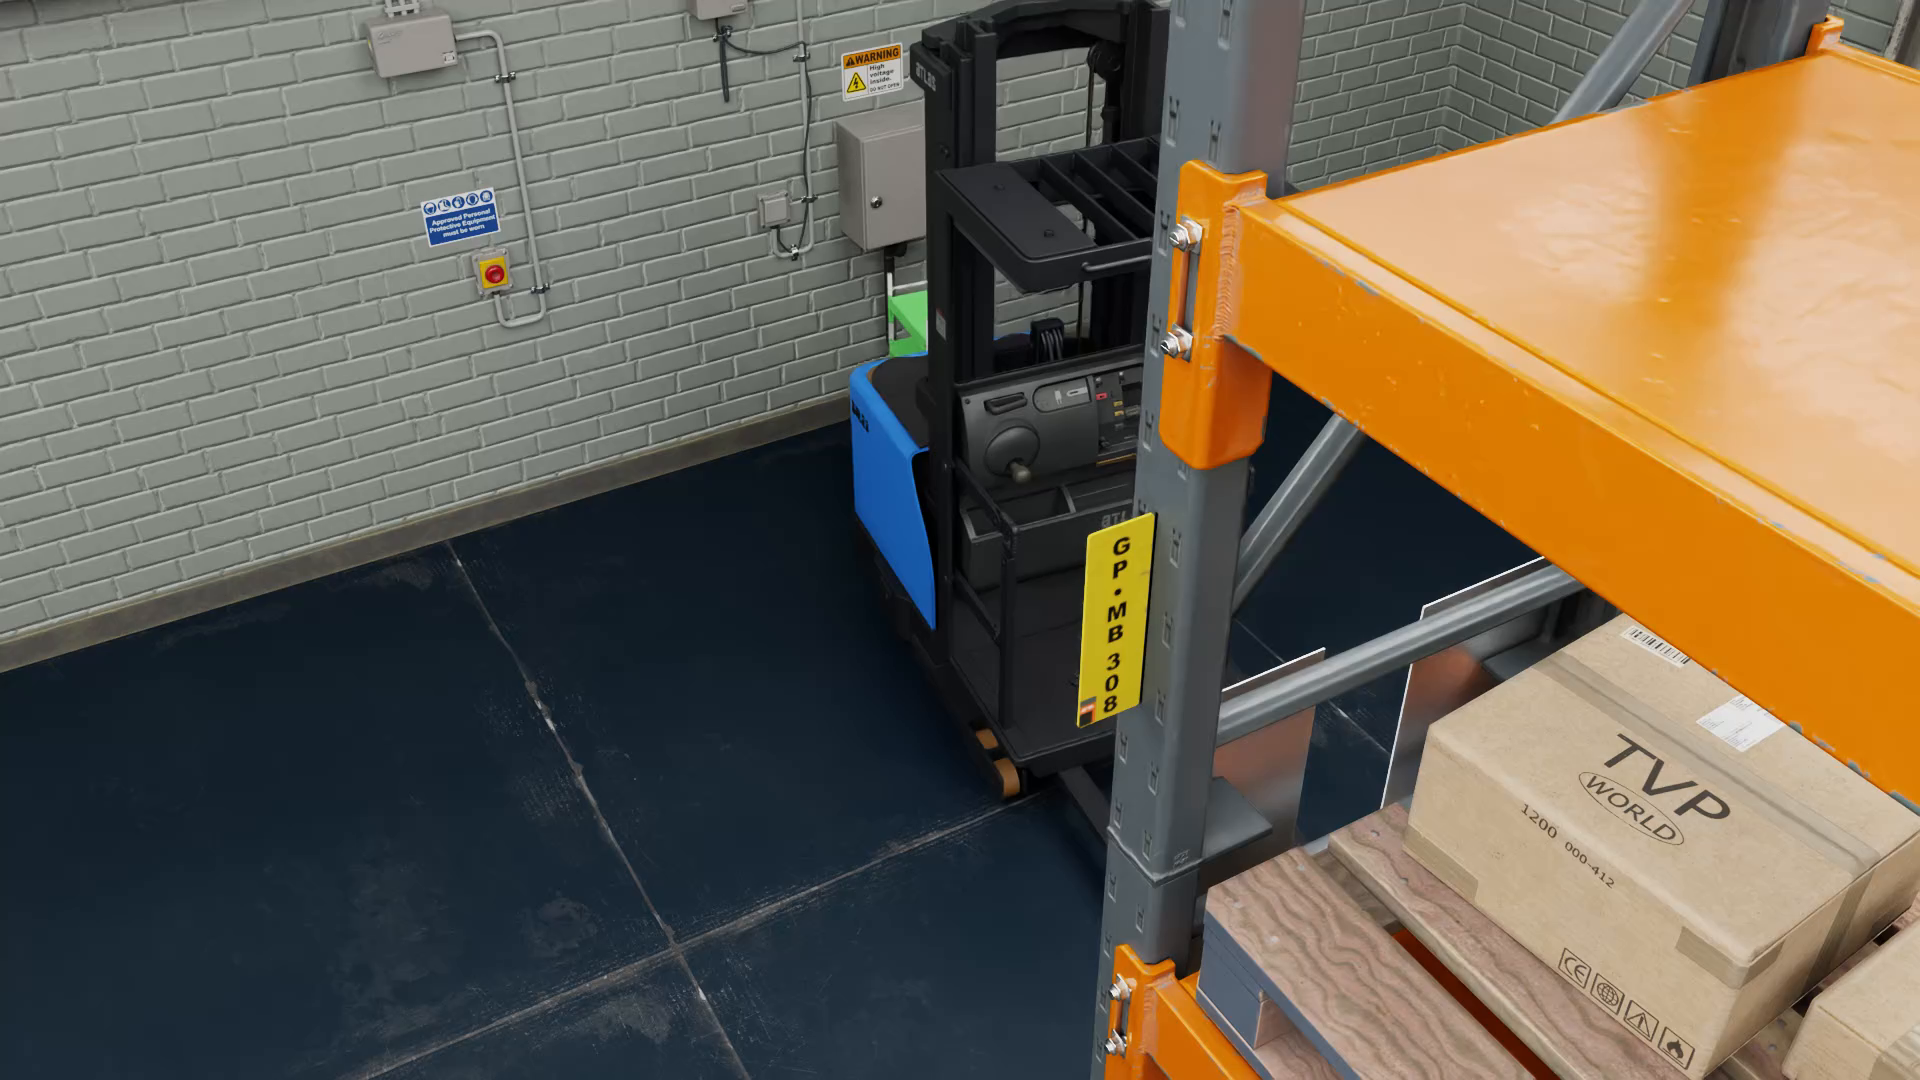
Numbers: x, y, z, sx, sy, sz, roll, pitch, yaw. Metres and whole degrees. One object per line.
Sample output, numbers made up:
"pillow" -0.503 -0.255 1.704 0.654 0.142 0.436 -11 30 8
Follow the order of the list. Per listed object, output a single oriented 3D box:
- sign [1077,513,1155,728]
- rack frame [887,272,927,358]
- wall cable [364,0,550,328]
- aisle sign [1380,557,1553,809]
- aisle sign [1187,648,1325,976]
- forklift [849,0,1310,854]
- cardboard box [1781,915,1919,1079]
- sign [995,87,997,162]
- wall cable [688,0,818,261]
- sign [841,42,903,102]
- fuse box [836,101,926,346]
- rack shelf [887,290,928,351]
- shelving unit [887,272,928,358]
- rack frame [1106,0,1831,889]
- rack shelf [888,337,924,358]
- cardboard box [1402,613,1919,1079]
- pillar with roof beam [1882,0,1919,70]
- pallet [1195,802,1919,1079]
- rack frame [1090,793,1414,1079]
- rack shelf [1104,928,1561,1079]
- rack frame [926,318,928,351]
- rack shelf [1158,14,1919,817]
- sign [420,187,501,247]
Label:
"sign" 0.205 0.111 2.203 0.100 0.325 0.005 -19 40 -24
"rack frame" -0.236 -0.818 8.352 0.240 1.200 0.015 -14 38 -19
"wall cable" -2.166 -1.745 7.209 0.585 1.953 0.123 -19 40 -24
"aisle sign" 0.919 0.368 2.999 0.394 0.787 0.004 -19 40 -24
"aisle sign" 0.401 0.546 2.756 0.394 0.787 0.004 -19 40 -24
"forklift" 0.529 -0.416 6.334 1.130 2.935 3.031 -14 38 -19
"cardboard box" 1.271 0.619 2.088 0.380 0.149 0.250 -22 42 -27
"sign" 0.047 -2.084 8.641 0.329 0.494 0.001 -19 40 -24
"wall cable" -0.945 -2.159 7.801 0.588 1.984 0.122 -19 40 -24
"sign" -0.428 -2.293 8.146 0.339 0.242 0.001 -19 40 -24
"fuse box" -0.276 -1.350 8.648 0.539 1.711 0.414 -19 40 -24
"rack shelf" -0.140 -1.022 7.926 0.258 0.148 0.480 -14 38 -19
"shelving unit" -0.140 -0.685 8.171 0.258 1.200 0.503 -14 38 -19
"rack frame" 0.688 -0.876 1.820 1.000 3.000 0.127 -19 40 -24
"rack shelf" -0.140 -0.828 8.067 0.258 0.148 0.480 -14 38 -19
"cardboard box" 0.991 0.388 2.318 0.500 0.250 0.500 -23 42 -28
"pillar with roof beam" 0.680 -2.716 4.339 9.100 9.000 0.400 -19 40 -24
"pallet" 1.069 0.746 2.217 1.003 0.211 1.213 -19 40 -24
"rack frame" 0.688 1.546 3.590 1.000 3.000 0.127 -19 40 -24
"rack shelf" 1.692 1.645 1.521 1.077 0.370 4.000 -19 40 -24
"rack frame" -0.044 -0.553 7.990 0.240 1.200 0.015 -14 38 -19
"rack shelf" 1.692 0.596 0.754 1.077 0.370 4.000 -19 40 -24
"sign" -2.238 -1.448 7.461 0.327 0.218 0.001 -19 40 -24
